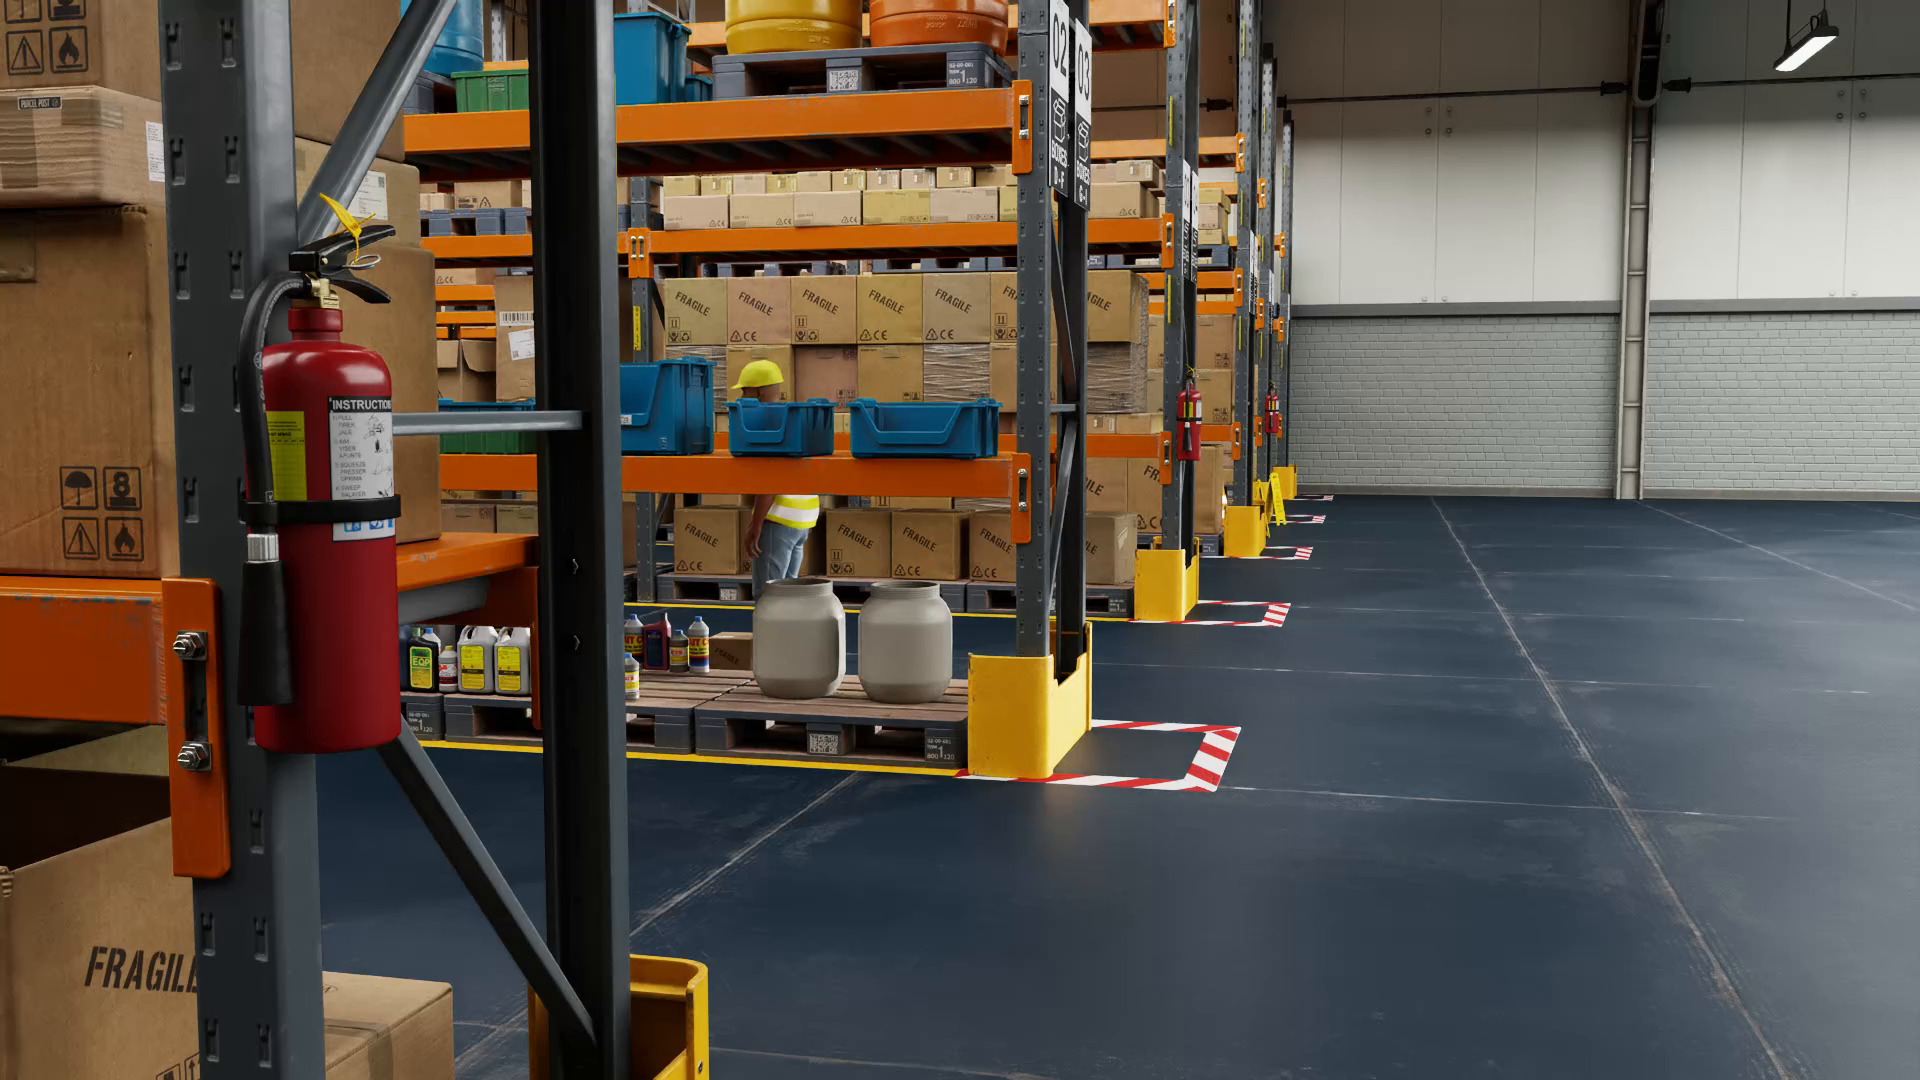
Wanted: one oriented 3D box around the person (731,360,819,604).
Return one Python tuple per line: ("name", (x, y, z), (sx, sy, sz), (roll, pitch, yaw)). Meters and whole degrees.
("person", (-1.011, -0.098, 9.085), (0.459, 1.761, 0.627), (1, 5, 13))
